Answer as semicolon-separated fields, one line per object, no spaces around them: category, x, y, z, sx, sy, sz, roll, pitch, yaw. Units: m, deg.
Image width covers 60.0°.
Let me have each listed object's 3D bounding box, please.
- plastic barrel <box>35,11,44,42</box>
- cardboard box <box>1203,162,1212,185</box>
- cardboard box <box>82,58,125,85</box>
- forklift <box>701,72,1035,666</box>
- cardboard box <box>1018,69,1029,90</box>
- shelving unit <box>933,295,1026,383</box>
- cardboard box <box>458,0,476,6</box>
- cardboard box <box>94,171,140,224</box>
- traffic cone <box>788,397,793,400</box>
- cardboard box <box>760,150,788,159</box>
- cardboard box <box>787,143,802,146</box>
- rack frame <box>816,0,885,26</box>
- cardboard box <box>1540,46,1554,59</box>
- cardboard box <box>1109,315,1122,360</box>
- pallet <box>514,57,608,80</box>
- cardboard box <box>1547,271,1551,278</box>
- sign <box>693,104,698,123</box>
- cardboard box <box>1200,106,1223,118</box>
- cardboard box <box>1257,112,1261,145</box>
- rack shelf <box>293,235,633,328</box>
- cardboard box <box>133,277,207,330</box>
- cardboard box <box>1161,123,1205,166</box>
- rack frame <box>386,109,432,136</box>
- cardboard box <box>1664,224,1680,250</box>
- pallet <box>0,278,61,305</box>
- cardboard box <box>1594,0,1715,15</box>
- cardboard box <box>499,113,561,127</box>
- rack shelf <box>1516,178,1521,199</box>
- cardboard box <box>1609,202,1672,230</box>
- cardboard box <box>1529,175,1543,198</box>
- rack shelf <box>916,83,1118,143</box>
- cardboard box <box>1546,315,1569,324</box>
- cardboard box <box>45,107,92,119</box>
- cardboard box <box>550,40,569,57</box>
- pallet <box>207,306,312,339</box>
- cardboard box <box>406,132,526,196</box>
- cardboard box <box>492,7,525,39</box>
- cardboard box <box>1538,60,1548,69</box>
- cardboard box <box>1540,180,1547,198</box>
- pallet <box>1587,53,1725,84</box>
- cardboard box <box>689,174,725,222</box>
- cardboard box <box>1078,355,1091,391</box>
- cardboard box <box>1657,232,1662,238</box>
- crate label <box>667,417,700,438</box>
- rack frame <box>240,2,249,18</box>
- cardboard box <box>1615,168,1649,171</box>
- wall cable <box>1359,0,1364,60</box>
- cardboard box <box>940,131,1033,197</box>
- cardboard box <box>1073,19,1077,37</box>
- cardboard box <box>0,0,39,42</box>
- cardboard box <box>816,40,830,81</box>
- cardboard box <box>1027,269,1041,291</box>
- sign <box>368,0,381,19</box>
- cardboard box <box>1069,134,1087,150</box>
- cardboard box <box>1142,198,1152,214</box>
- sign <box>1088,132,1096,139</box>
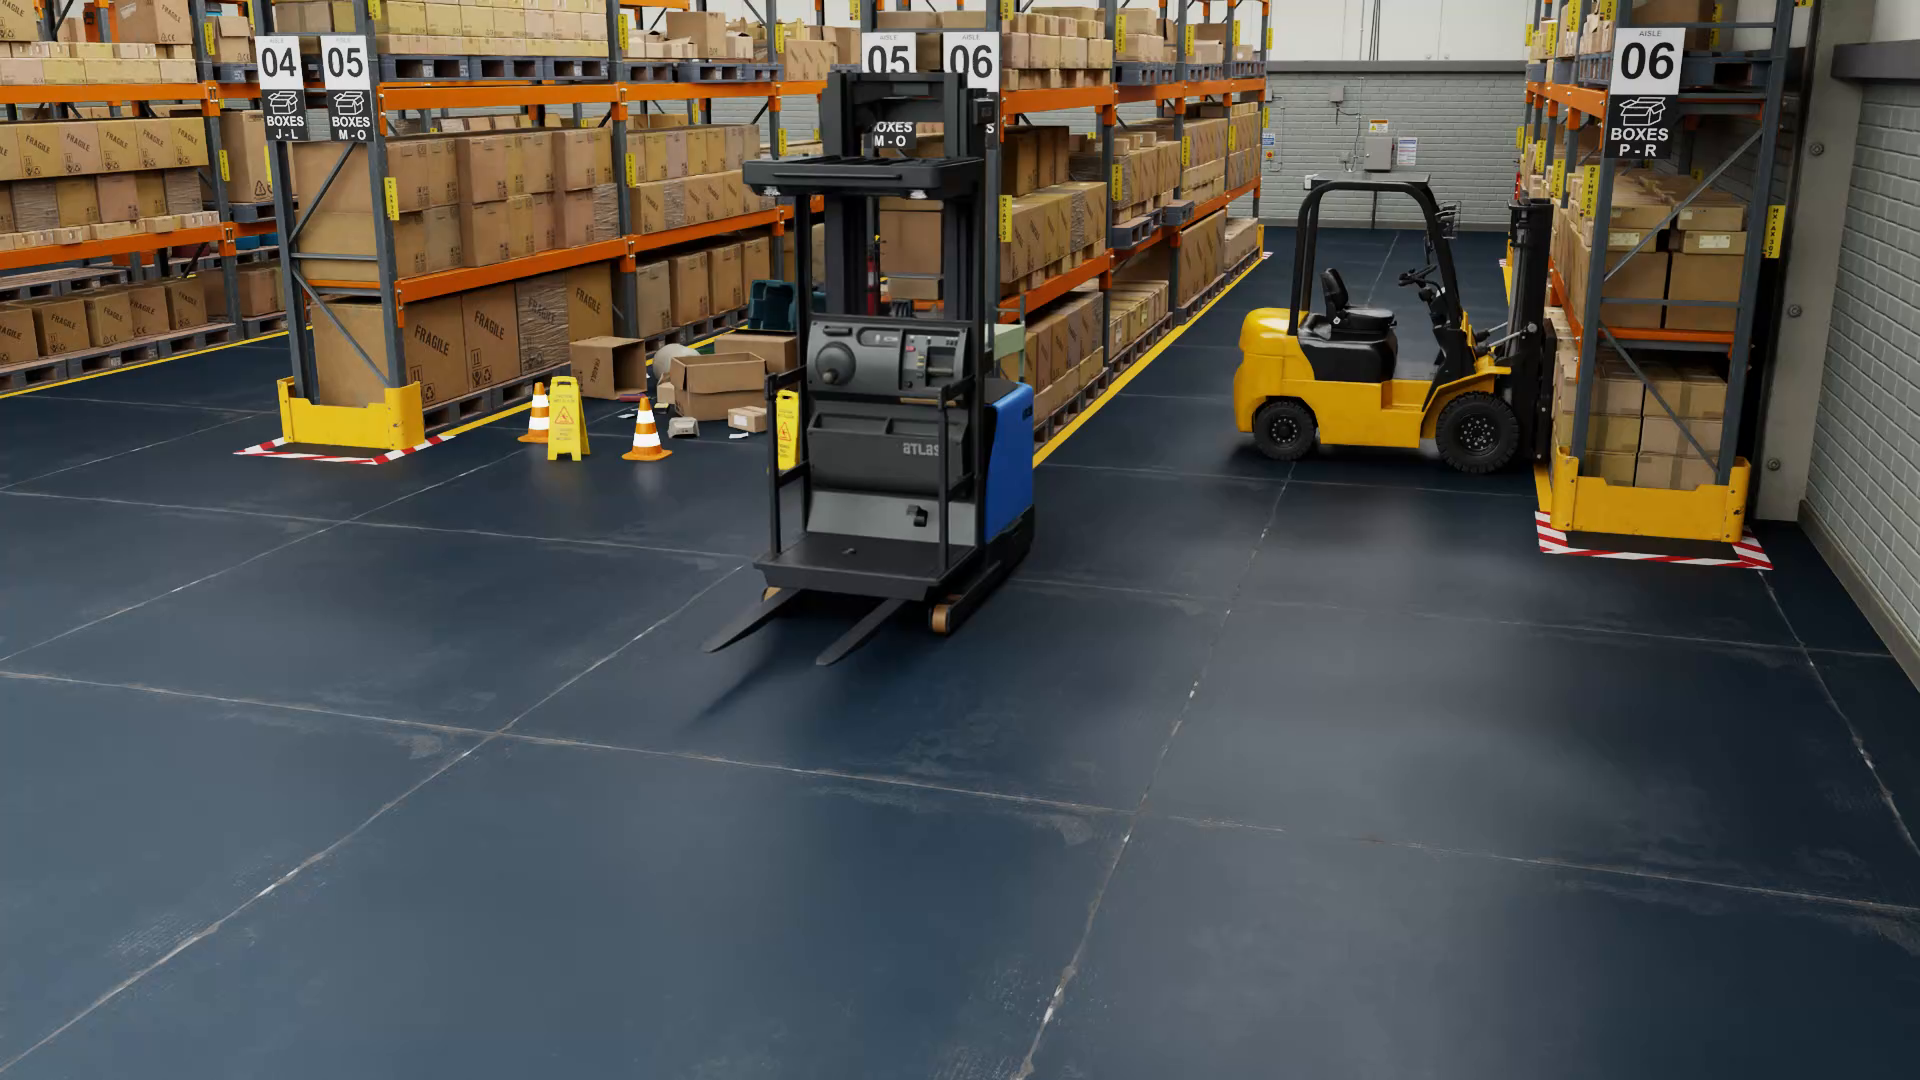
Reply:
plastic barrel;-12.621;-6.634;22.306;0.600;0.901;0.600;0;16;0
cardboard box;2.909;-4.674;21.168;0.500;0.250;0.500;5;17;17
cardboard box;-8.745;-4.679;16.608;0.500;0.250;0.500;5;16;15
forklift;-0.473;-1.021;9.056;1.130;2.935;3.031;5;17;18
cardboard box;0.299;-3.429;12.384;0.380;0.149;0.250;5;17;17
shelving unit;0.129;-0.842;10.986;0.431;1.500;0.755;4;14;17
cardboard box;-4.288;-4.544;13.903;0.380;0.149;0.250;4;16;15
cardboard box;-8.976;-3.529;17.046;0.875;0.500;0.500;5;16;16
traffic cone;-1.318;-0.895;13.135;0.336;0.463;0.334;5;16;16
cardboard box;-2.386;-4.827;20.952;0.380;0.149;0.250;5;16;16
cardboard box;-2.415;-5.427;23.066;0.380;0.149;0.250;4;16;15
rack frame;-1.568;-8.286;23.550;1.000;3.000;0.127;5;16;16
cardboard box;7.089;-5.779;19.717;0.380;0.149;0.250;5;17;17
cardboard box;1.080;-2.024;16.515;0.950;0.372;0.625;5;17;17
pallet;-4.084;-4.494;15.840;1.003;0.211;1.213;5;16;16
cardboard box;6.640;-2.509;17.760;0.875;0.625;0.625;5;17;18
sign;-4.641;-7.482;29.156;0.100;0.325;0.005;5;16;16
cardboard box;3.546;-5.946;23.090;0.380;0.149;0.250;4;16;15
cardboard box;4.435;-6.473;26.138;0.500;0.500;0.500;5;17;18
rack shelf;-4.409;-2.437;15.243;1.077;0.370;4.000;5;16;16
cardboard box;-8.720;-2.615;18.364;0.500;0.500;0.500;4;16;14
cardboard box;2.738;-4.899;20.590;0.500;0.500;0.500;5;17;17
rack frame;-7.431;-4.764;22.128;1.000;3.000;0.127;5;16;16
cardboard box;4.911;-2.017;11.071;0.380;0.149;0.250;5;16;16
pallet;-12.786;-3.289;22.037;1.003;0.211;1.213;5;16;16
cardboard box;5.039;-3.806;12.113;0.797;0.503;0.637;5;17;18
cardboard box;-6.468;-6.173;25.076;0.797;0.503;0.637;4;16;14
rack shelf;8.535;-4.835;23.698;1.077;0.370;4.000;5;16;16
cardboard box;4.457;-2.132;10.931;0.380;0.149;0.250;5;16;16
cardboard box;6.820;-4.043;19.090;0.500;0.250;0.500;4;16;13
rack shelf;0.365;-3.523;13.573;1.077;0.370;4.000;5;16;16
cardboard box;5.100;-1.690;13.728;0.500;0.250;0.500;5;16;16
cardboard box;-15.388;-7.210;28.737;0.500;0.500;0.500;5;17;17
cardboard box;-3.854;-4.558;15.413;0.380;0.149;0.250;5;16;16
pallet;-8.348;-2.580;19.538;1.003;0.211;1.213;5;16;16
cardboard box;-4.452;-3.381;15.000;0.875;0.550;0.500;5;16;16
cardboard box;-4.165;-4.527;14.571;0.500;0.250;0.500;5;16;16
cardboard box;7.864;-6.318;21.839;0.500;0.250;0.500;5;16;16
cardboard box;6.446;-3.685;17.682;0.500;0.250;0.500;5;16;16
pallet;5.128;-3.422;12.063;1.003;0.211;1.213;5;16;16
cardboard box;-3.002;-3.867;18.782;0.500;0.500;0.500;5;17;17
cardboard box;0.882;-1.513;14.934;0.500;0.250;0.500;4;16;14
cardboard box;5.230;-1.945;12.005;0.500;0.500;0.500;4;16;15
crate label;-2.315;-0.945;13.912;0.250;0.136;0.298;-4;16;-13
rack frame;-11.043;-9.081;26.353;1.000;3.000;0.127;5;16;16
cardboard box;6.965;-3.794;17.336;0.380;0.149;0.250;5;17;17
wall cable;6.410;-10.426;31.095;2.355;3.000;0.029;5;16;16
cardboard box;0.205;-3.118;13.765;0.700;0.500;0.500;5;16;16
cardboard box;0.749;-4.210;13.678;0.380;0.149;0.250;5;17;17
cardboard box;-9.024;-4.913;15.513;0.500;0.500;0.500;5;16;16
cardboard box;-2.015;-6.235;21.636;0.500;0.500;0.500;5;16;16
cardboard box;0.419;-2.048;13.012;0.380;0.149;0.250;5;17;17
sign;-4.447;-4.117;12.603;0.100;0.325;0.005;5;16;16
cardboard box;1.087;-4.047;16.915;0.380;0.149;0.250;4;16;13
cardboard box;1.791;-3.489;17.324;0.380;0.149;0.250;5;17;18
sign;1.537;-4.595;19.410;0.100;0.325;0.005;5;16;16
